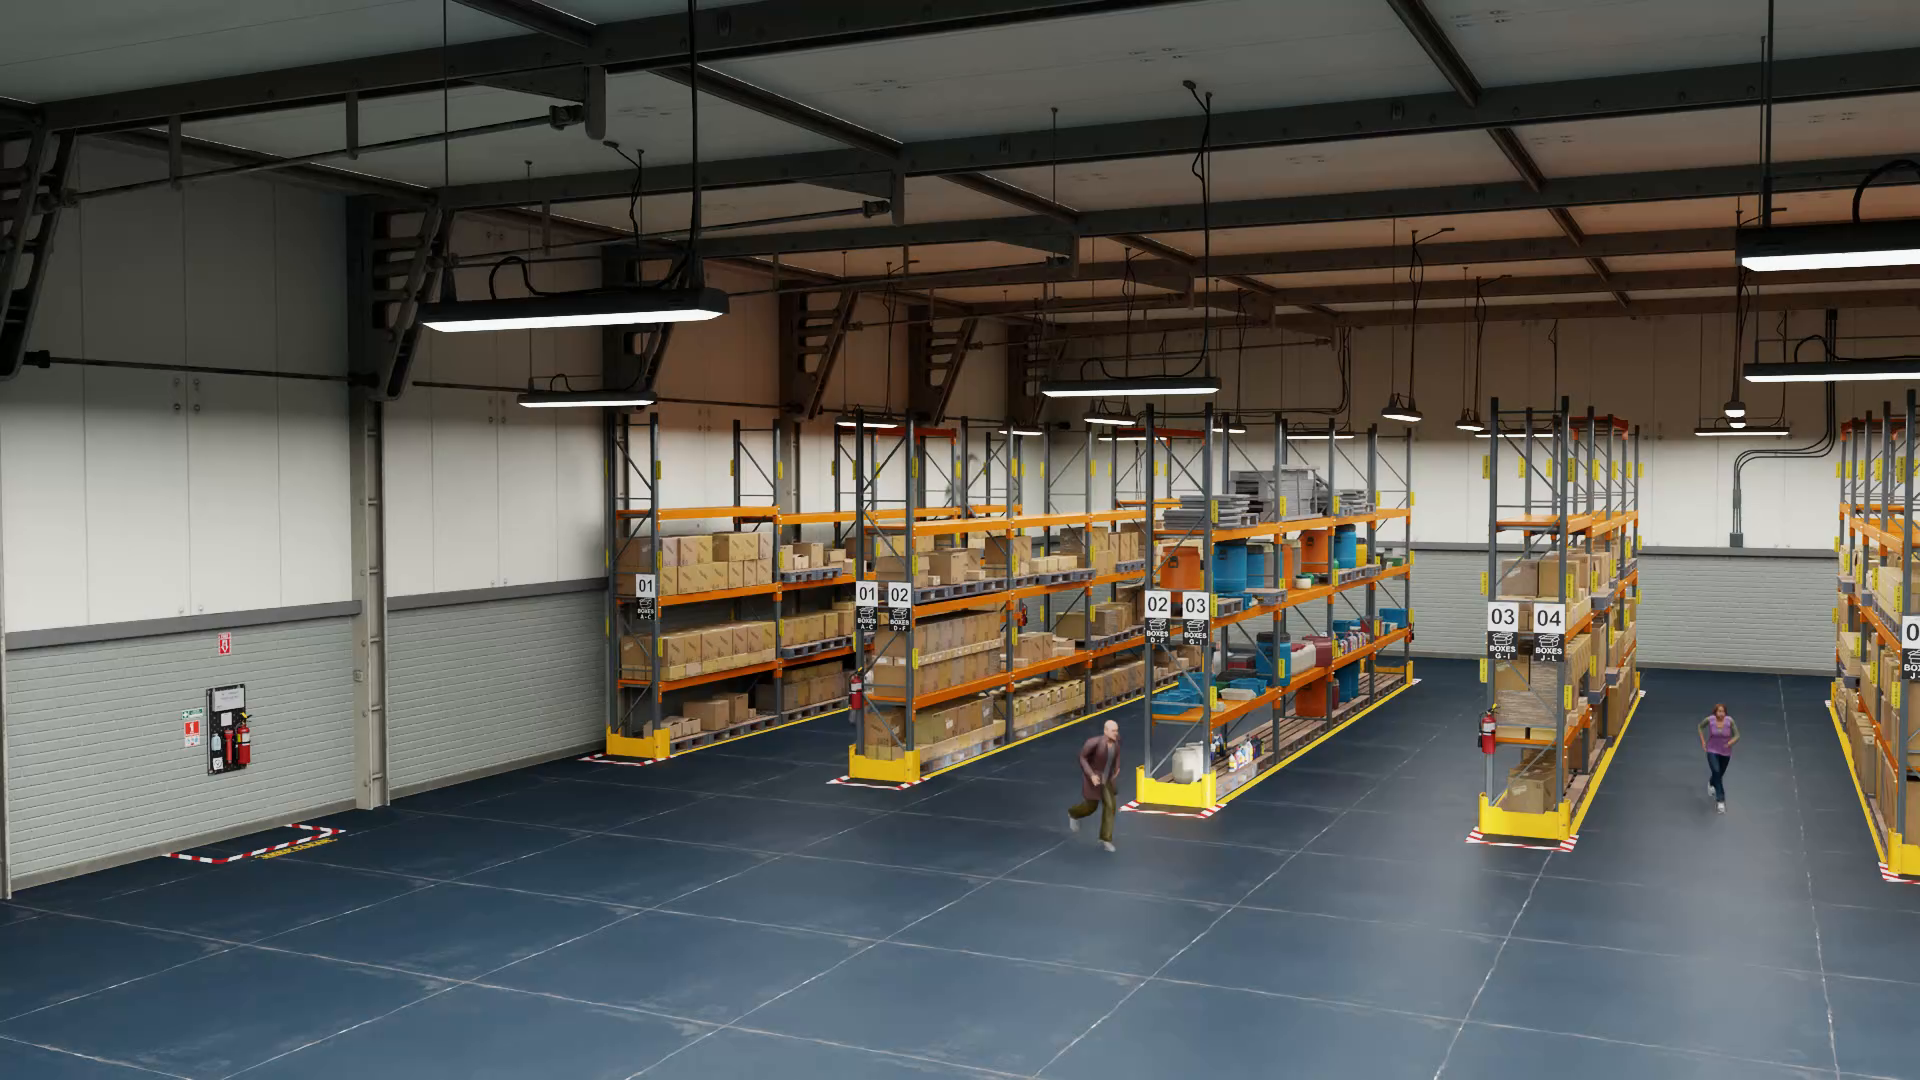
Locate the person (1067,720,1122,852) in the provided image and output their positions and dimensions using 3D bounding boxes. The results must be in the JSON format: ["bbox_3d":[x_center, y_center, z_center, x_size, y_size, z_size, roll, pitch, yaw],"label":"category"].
[{"bbox_3d":[1.790,3.232,22.234,0.723,1.738,1.040,-2,3,-37],"label":"person"}]

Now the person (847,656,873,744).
[{"bbox_3d":[-1.779,2.917,30.171,0.629,1.652,0.555,1,3,27],"label":"person"}]

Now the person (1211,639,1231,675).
[{"bbox_3d":[5.175,2.792,33.094,0.551,1.637,0.562,1,3,31],"label":"person"}]

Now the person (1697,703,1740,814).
[{"bbox_3d":[11.230,3.180,24.646,0.540,1.588,0.994,1,2,12],"label":"person"}]
